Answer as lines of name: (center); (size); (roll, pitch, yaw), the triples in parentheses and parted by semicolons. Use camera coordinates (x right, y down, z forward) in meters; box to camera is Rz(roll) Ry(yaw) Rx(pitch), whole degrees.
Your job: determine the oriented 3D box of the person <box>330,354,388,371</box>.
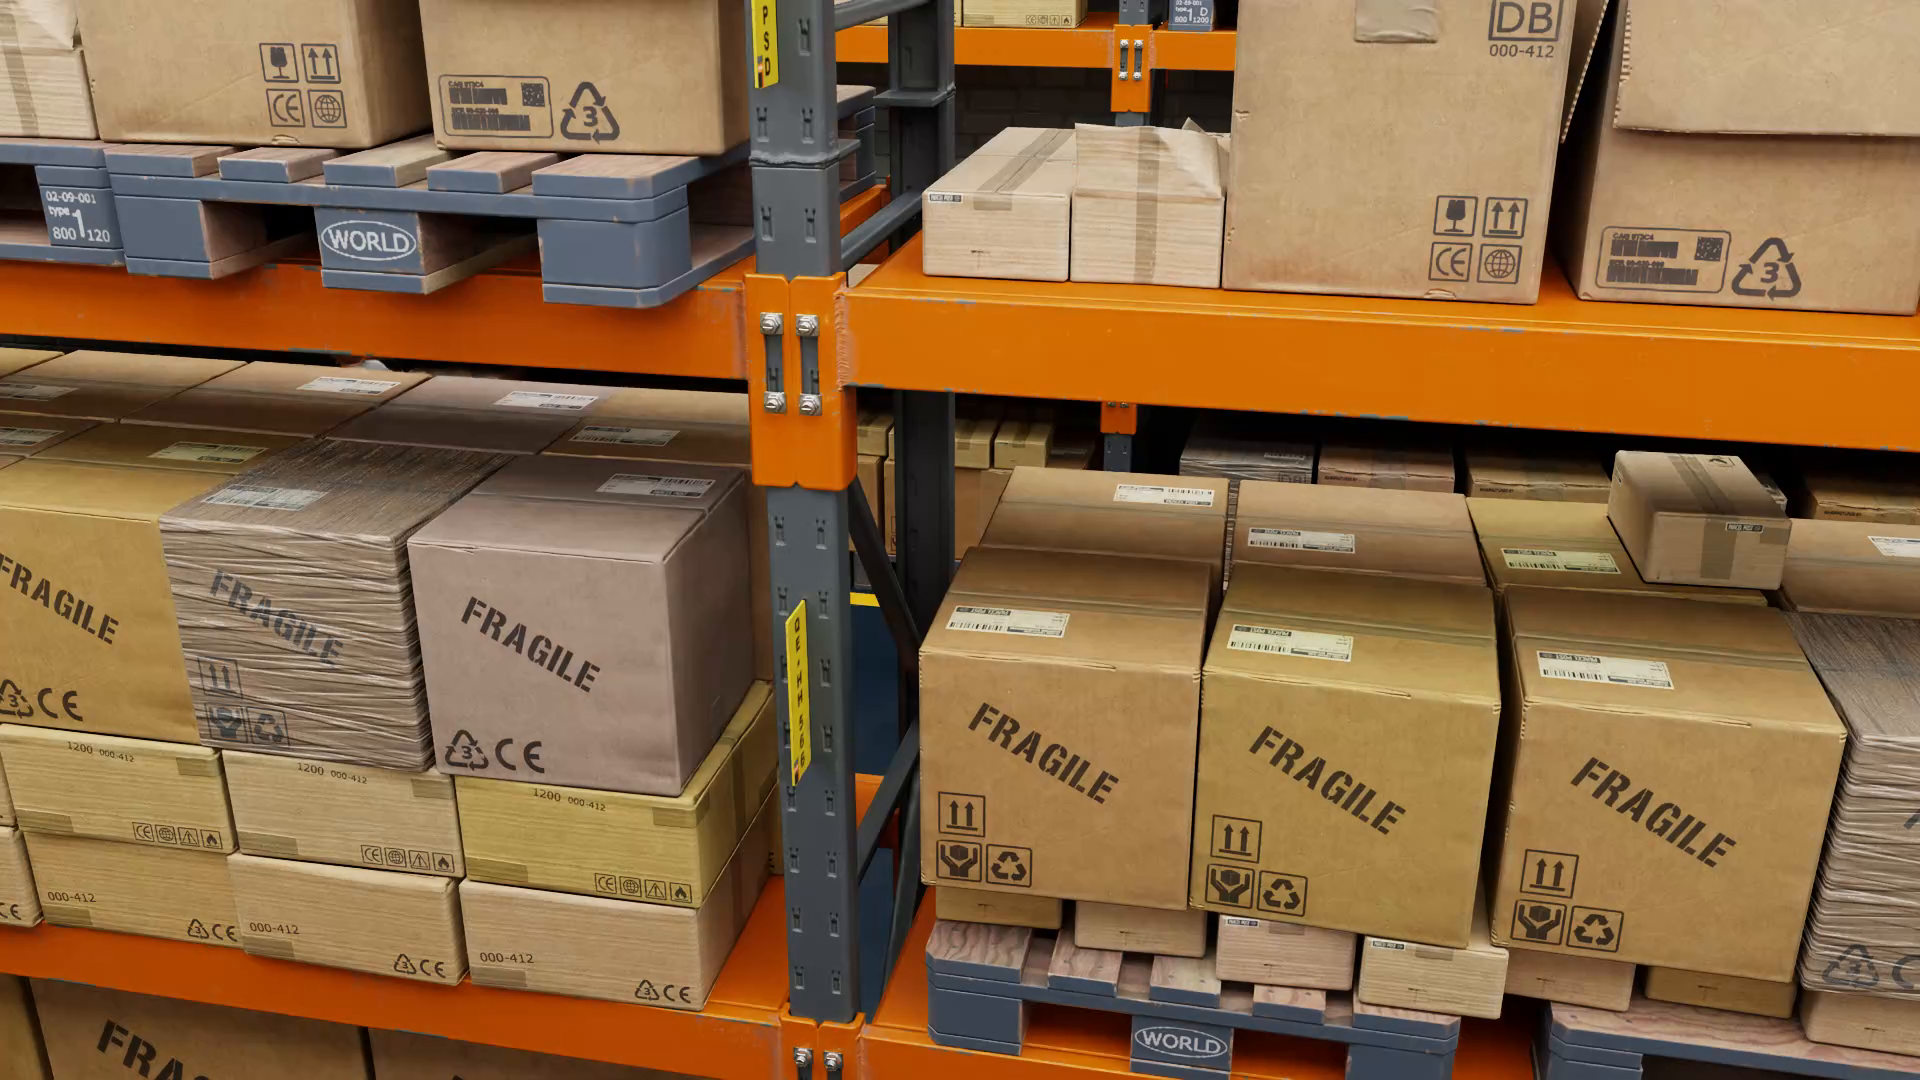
person: (-2.808, -0.251, 7.752); (0.576, 1.648, 0.414); (4, 22, 11)
